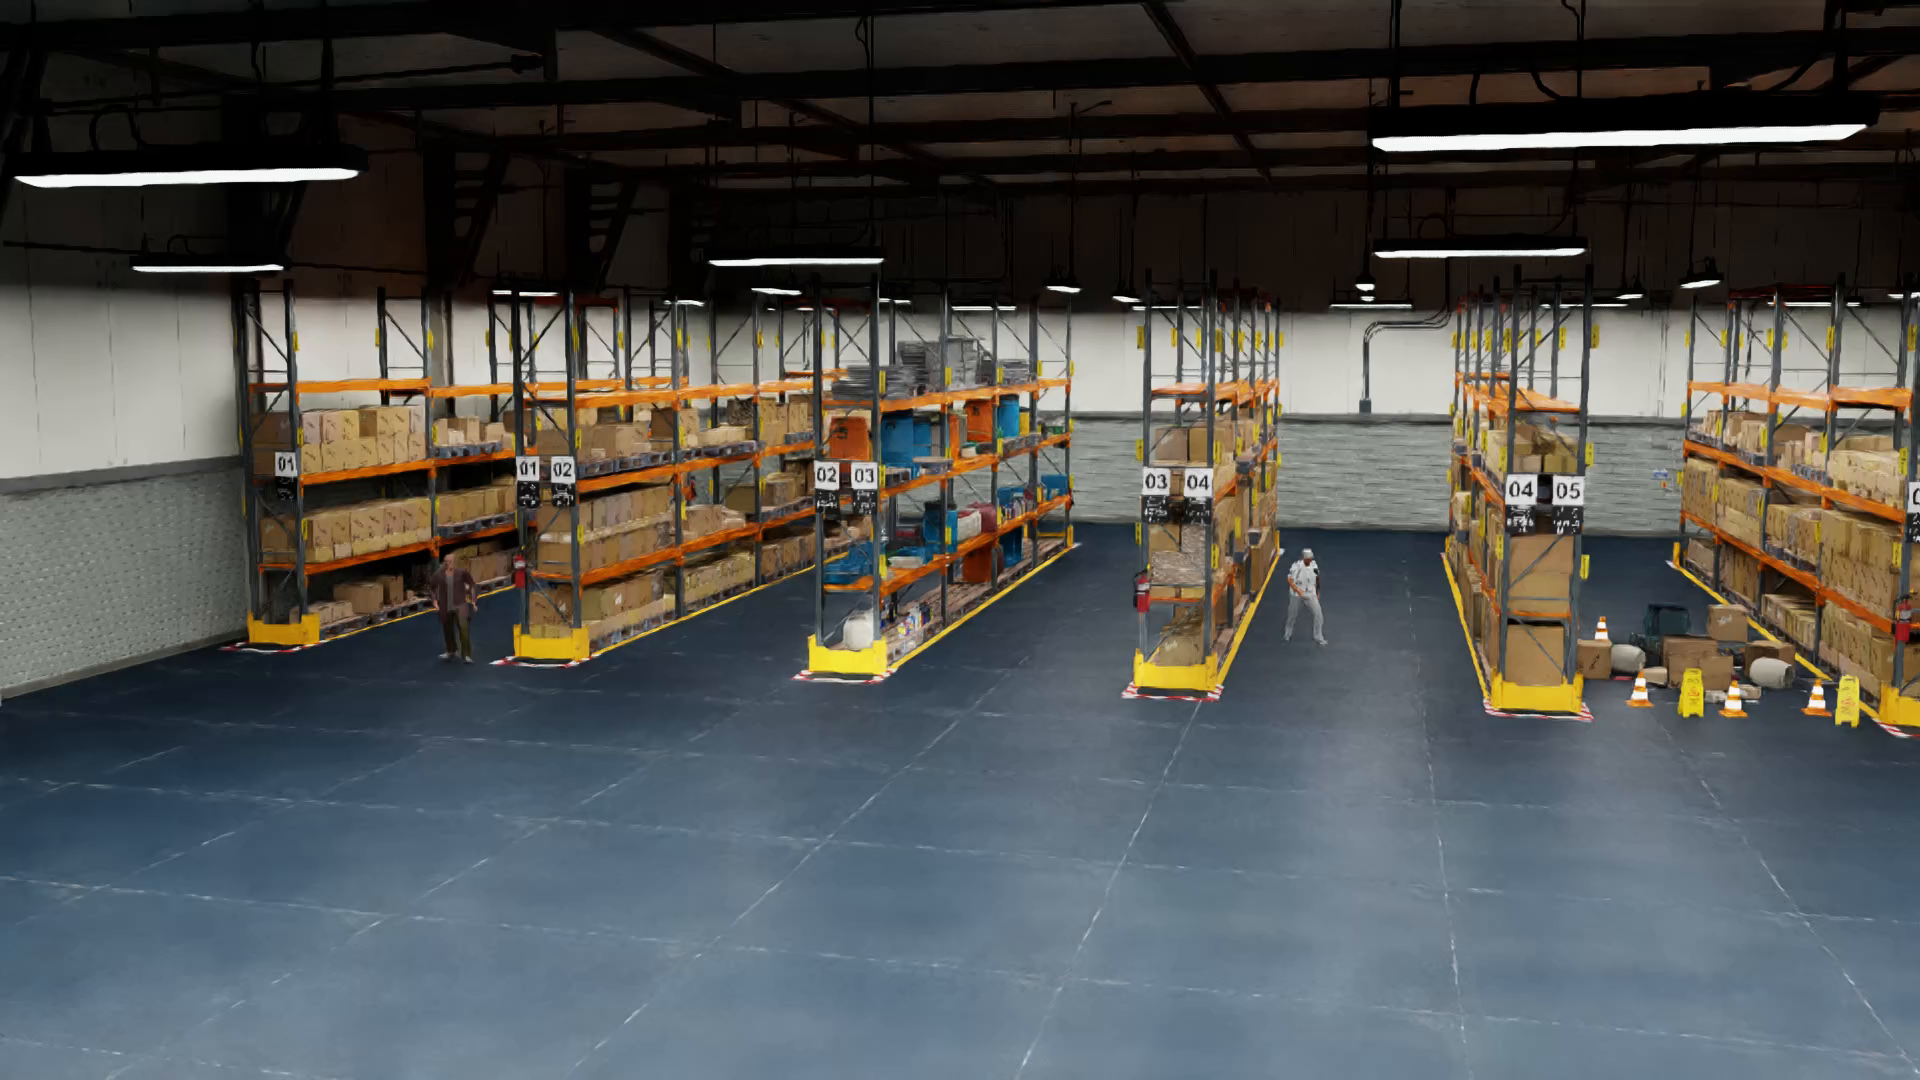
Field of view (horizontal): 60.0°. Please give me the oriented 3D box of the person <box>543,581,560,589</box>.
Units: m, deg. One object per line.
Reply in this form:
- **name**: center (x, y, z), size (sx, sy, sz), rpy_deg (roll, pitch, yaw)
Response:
- **person**: center (-7.450, 0.606, 30.324), size (0.417, 1.517, 1.037), rpy_deg (2, 7, 16)

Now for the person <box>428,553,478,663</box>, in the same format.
- **person**: center (-7.880, 1.135, 25.926), size (0.735, 1.522, 0.904), rpy_deg (0, 7, -2)

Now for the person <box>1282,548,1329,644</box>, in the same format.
- **person**: center (5.723, 0.901, 27.600), size (0.656, 1.597, 0.818), rpy_deg (0, 7, -4)

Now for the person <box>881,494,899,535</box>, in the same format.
- **person**: center (-1.750, -0.916, 42.771), size (0.638, 1.574, 0.525), rpy_deg (-6, 9, -41)
